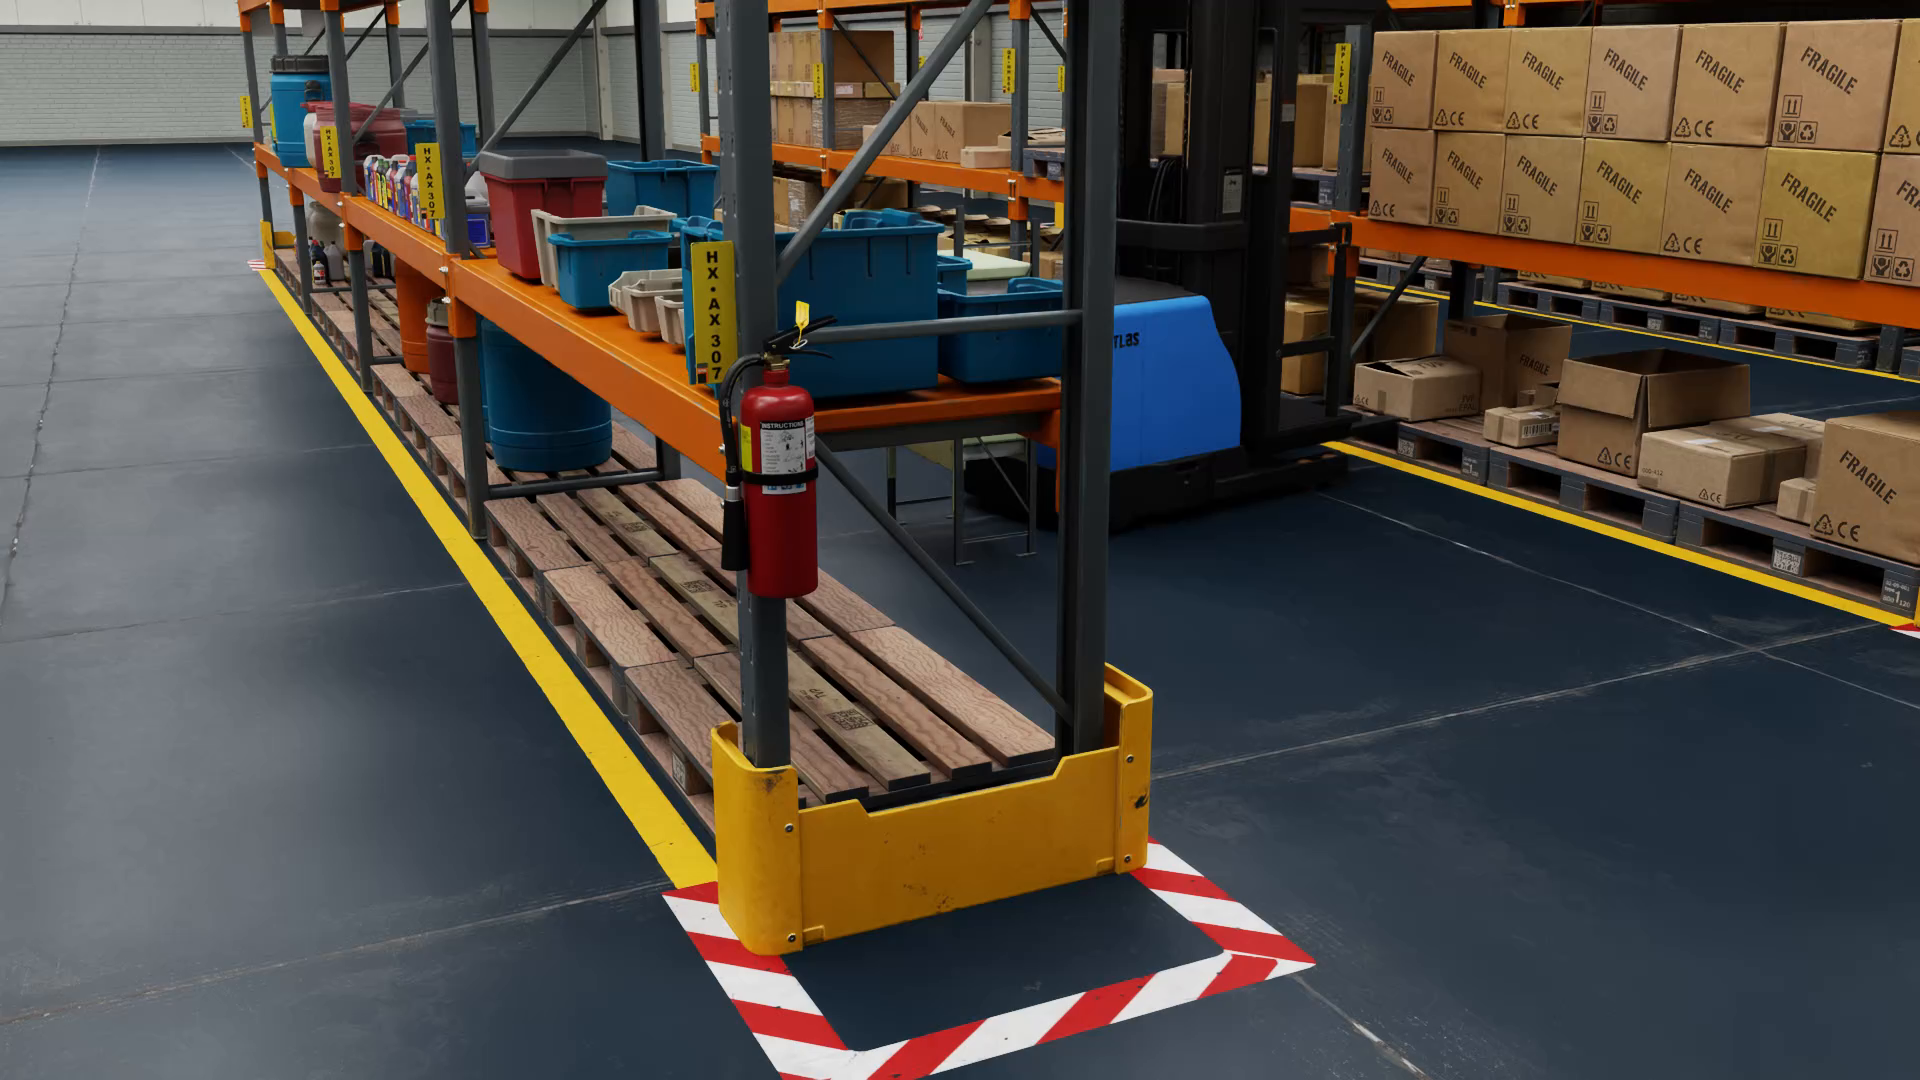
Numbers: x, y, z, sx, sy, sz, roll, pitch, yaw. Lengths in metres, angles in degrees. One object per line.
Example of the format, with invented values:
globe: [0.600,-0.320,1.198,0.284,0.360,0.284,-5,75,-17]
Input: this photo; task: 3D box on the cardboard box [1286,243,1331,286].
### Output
cardboard box: [2.192,-1.874,11.217,0.500,0.250,0.500,-8,18,-25]

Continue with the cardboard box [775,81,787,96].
cardboard box: [-1.748,-4.806,17.704,0.380,0.149,0.250,-7,17,-23]

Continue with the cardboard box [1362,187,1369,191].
cardboard box: [4.334,-3.642,17.378,0.500,0.250,0.500,-8,18,-26]

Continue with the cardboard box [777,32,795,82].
cardboard box: [-1.523,-5.120,17.622,0.700,0.500,0.500,-8,18,-25]

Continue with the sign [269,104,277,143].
sign: [-5.835,-3.561,14.222,0.100,0.325,0.005,-8,18,-25]

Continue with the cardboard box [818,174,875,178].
cardboard box: [-1.242,-3.731,18.179,0.500,0.500,0.500,-8,18,-25]

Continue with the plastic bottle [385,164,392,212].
plastic bottle: [-3.296,-2.055,9.707,0.097,0.271,0.097,0,16,0]

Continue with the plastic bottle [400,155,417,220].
plastic bottle: [-3.011,-1.946,9.184,0.144,0.351,0.185,-8,18,-25]

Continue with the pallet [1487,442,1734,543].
pallet: [3.461,-0.292,8.387,1.003,0.211,1.213,-8,18,-25]

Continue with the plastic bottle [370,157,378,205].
plastic bottle: [-3.582,-2.211,10.229,0.061,0.283,0.133,-8,18,-25]

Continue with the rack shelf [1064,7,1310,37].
rack shelf: [2.694,-6.281,20.067,1.077,0.370,4.000,-8,18,-25]

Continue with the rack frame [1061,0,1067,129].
rack frame: [1.817,-5.681,22.110,1.000,3.000,0.127,-8,18,-25]

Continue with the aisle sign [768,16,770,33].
aisle sign: [-2.399,-6.383,19.843,0.394,0.787,0.004,-8,18,-25]

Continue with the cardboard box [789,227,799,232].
cardboard box: [-1.491,-3.184,17.631,0.500,0.250,0.500,-8,18,-25]

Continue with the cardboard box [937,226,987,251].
cardboard box: [-0.032,-2.601,14.585,0.500,0.311,0.500,-8,18,-25]

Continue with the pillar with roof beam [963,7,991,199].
pillar with roof beam: [-3.597,-9.463,24.413,9.100,9.000,0.400,-8,18,-25]

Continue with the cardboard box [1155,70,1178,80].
cardboard box: [2.650,-5.316,19.715,0.500,0.500,0.500,-8,18,-26]

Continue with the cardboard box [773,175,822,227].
cardboard box: [-1.712,-3.668,17.958,0.500,0.500,0.500,-8,18,-25]

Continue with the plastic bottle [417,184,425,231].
plastic bottle: [-2.734,-1.757,8.659,0.152,0.276,0.135,-8,18,-25]

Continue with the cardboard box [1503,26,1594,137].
cardboard box: [3.028,-2.229,8.085,0.500,0.500,0.500,-8,18,-27]

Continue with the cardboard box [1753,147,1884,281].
cardboard box: [3.704,-1.369,6.901,0.500,0.500,0.500,-7,18,-24]

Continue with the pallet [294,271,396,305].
pallet: [-5.593,-2.323,15.464,1.003,0.211,1.213,-8,18,-25]

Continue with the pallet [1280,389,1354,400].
pallet: [2.233,-0.963,10.724,1.003,0.211,1.213,-8,18,-25]

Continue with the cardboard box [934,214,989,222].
cardboard box: [0.004,-2.922,15.700,0.500,0.311,0.500,-8,18,-25]

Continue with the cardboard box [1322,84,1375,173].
cardboard box: [2.617,-2.501,10.084,0.500,0.500,0.700,15,22,42]

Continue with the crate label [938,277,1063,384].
crate label: [0.109,-0.566,4.480,0.416,0.233,0.303,-8,18,-25]

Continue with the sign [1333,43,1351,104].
sign: [2.126,-2.595,9.255,0.100,0.325,0.005,-8,18,-25]

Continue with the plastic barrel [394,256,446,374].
plastic barrel: [-3.354,-1.540,10.852,0.600,0.830,0.708,-8,18,-25]

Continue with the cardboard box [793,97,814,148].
cardboard box: [-1.319,-4.377,17.384,0.700,0.500,0.500,-8,18,-25]

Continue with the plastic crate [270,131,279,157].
plastic crate: [-6.065,-3.662,15.344,0.499,0.251,0.616,-8,18,-25]

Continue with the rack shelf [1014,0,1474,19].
rack shelf: [1.747,-3.698,11.066,1.077,0.370,4.000,-8,18,-25]

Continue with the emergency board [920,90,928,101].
emergency board: [-0.775,-7.717,29.205,0.194,1.169,0.643,-8,18,-25]

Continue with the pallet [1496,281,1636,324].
pallet: [5.600,-2.153,14.869,1.003,0.211,1.213,-8,18,-25]

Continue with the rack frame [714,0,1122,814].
rack frame: [-0.079,-0.517,4.113,1.000,3.000,0.127,-8,18,-25]

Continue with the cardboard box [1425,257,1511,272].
cardboard box: [4.960,-2.880,16.082,0.700,0.500,0.500,-7,18,-24]

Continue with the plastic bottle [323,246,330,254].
plastic bottle: [-5.839,-2.591,15.482,0.152,0.276,0.135,-8,18,-25]

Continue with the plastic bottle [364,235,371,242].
plastic bottle: [-5.899,-2.909,16.575,0.061,0.283,0.133,-8,18,-25]

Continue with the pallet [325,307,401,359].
pallet: [-4.419,-1.659,13.149,1.003,0.211,1.213,-8,18,-25]

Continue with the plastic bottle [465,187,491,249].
plastic bottle: [-2.295,-1.508,7.791,0.152,0.276,0.135,-8,18,-25]

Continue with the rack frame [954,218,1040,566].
rack frame: [0.157,-0.632,7.233,0.400,1.500,0.023,-8,18,-25]

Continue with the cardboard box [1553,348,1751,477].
cardboard box: [3.451,-0.652,8.315,0.797,0.503,0.637,-8,18,-25]

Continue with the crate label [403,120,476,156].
crate label: [-3.776,-2.796,11.993,0.502,0.435,0.616,-8,18,-25]

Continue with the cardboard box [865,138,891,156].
cardboard box: [-0.677,-3.725,15.747,0.380,0.149,0.250,-8,18,-25]

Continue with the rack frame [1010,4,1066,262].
rack frame: [0.871,-3.098,13.108,1.000,3.000,0.127,-8,18,-25]

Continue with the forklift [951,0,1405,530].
forklift: [1.421,-1.765,8.586,3.031,2.935,1.130,-13,20,-37]

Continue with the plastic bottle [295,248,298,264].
plastic bottle: [-6.529,-2.838,16.476,0.097,0.201,0.097,0,16,0]

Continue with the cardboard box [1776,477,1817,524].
cardboard box: [3.819,-0.180,7.280,0.380,0.166,0.250,-8,18,-25]

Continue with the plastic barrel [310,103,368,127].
plastic barrel: [-4.793,-3.112,12.910,0.433,0.535,0.433,0,16,0]

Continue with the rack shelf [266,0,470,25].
rack shelf: [-4.460,-4.092,12.439,1.077,0.370,4.000,-8,18,-25]

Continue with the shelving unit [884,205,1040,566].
shelving unit: [-0.003,-0.723,7.550,0.431,1.500,0.755,-8,18,-25]

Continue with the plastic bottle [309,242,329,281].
plastic bottle: [-5.877,-2.555,15.222,0.144,0.351,0.185,-8,18,-26]

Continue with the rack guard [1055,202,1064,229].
rack guard: [1.851,-4.461,22.389,1.175,0.500,0.348,-8,18,-25]

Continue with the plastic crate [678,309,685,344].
plastic crate: [-0.599,-0.599,4.770,0.396,0.136,0.243,-8,18,-25]

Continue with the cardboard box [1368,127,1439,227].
cardboard box: [2.601,-1.995,9.083,0.500,0.500,0.500,-7,17,-23]

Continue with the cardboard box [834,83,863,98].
cardboard box: [-1.193,-4.491,16.606,0.380,0.149,0.250,-8,18,-25]

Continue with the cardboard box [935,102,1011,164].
cardboard box: [0.121,-3.560,14.537,0.500,0.500,0.500,-9,18,-28]

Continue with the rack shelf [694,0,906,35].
rack shelf: [-1.758,-5.682,17.978,1.077,0.370,4.000,-8,18,-25]

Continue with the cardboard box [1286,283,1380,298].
cardboard box: [2.387,-1.396,10.913,0.500,0.500,0.500,-7,18,-24]
